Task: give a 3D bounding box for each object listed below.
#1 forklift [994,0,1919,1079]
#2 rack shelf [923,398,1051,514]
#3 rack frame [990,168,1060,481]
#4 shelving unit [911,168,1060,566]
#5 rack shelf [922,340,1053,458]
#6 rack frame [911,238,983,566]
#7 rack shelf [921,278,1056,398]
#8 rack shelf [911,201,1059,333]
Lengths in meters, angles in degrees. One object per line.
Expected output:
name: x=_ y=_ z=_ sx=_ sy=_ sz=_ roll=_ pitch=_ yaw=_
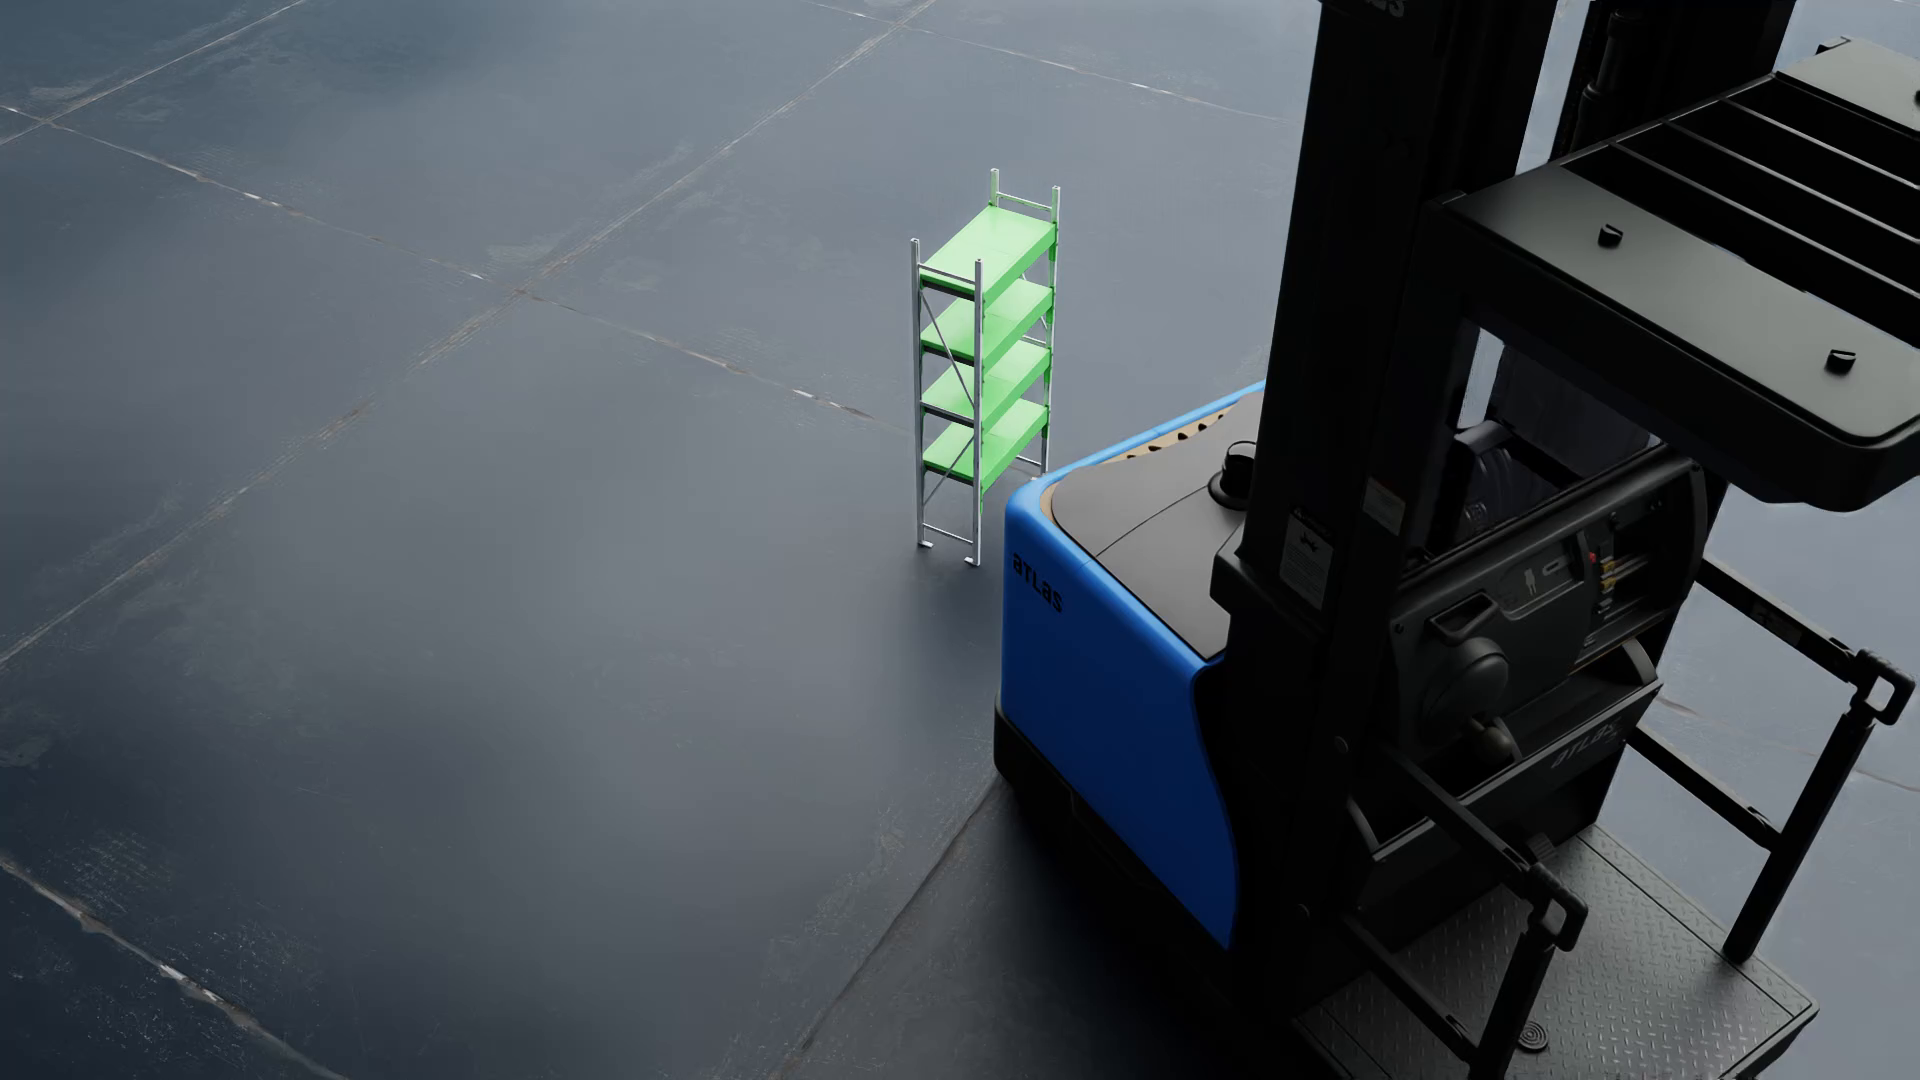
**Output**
forklift: x=1.338 y=0.214 z=3.289 sx=1.130 sy=2.935 sz=3.031 roll=-24 pitch=47 yaw=-25
rack shelf: x=0.083 y=-0.317 z=5.662 sx=0.258 sy=0.148 sz=0.480 roll=21 pitch=45 yaw=22
rack frame: x=0.205 y=-0.685 z=5.620 sx=0.240 sy=1.200 sz=0.015 roll=21 pitch=45 yaw=22
shelving unit: x=0.083 y=-0.545 z=5.461 sx=0.258 sy=1.200 sz=0.503 roll=21 pitch=45 yaw=22
rack shelf: x=0.083 y=-0.497 z=5.503 sx=0.258 sy=0.148 sz=0.480 roll=21 pitch=45 yaw=22
rack frame: x=-0.039 y=-0.405 z=5.302 sx=0.240 sy=1.200 sz=0.015 roll=21 pitch=45 yaw=22
rack shelf: x=0.083 y=-0.677 z=5.345 sx=0.258 sy=0.148 sz=0.480 roll=21 pitch=45 yaw=22
rack shelf: x=0.083 y=-0.857 z=5.186 sx=0.258 sy=0.148 sz=0.480 roll=21 pitch=45 yaw=22
